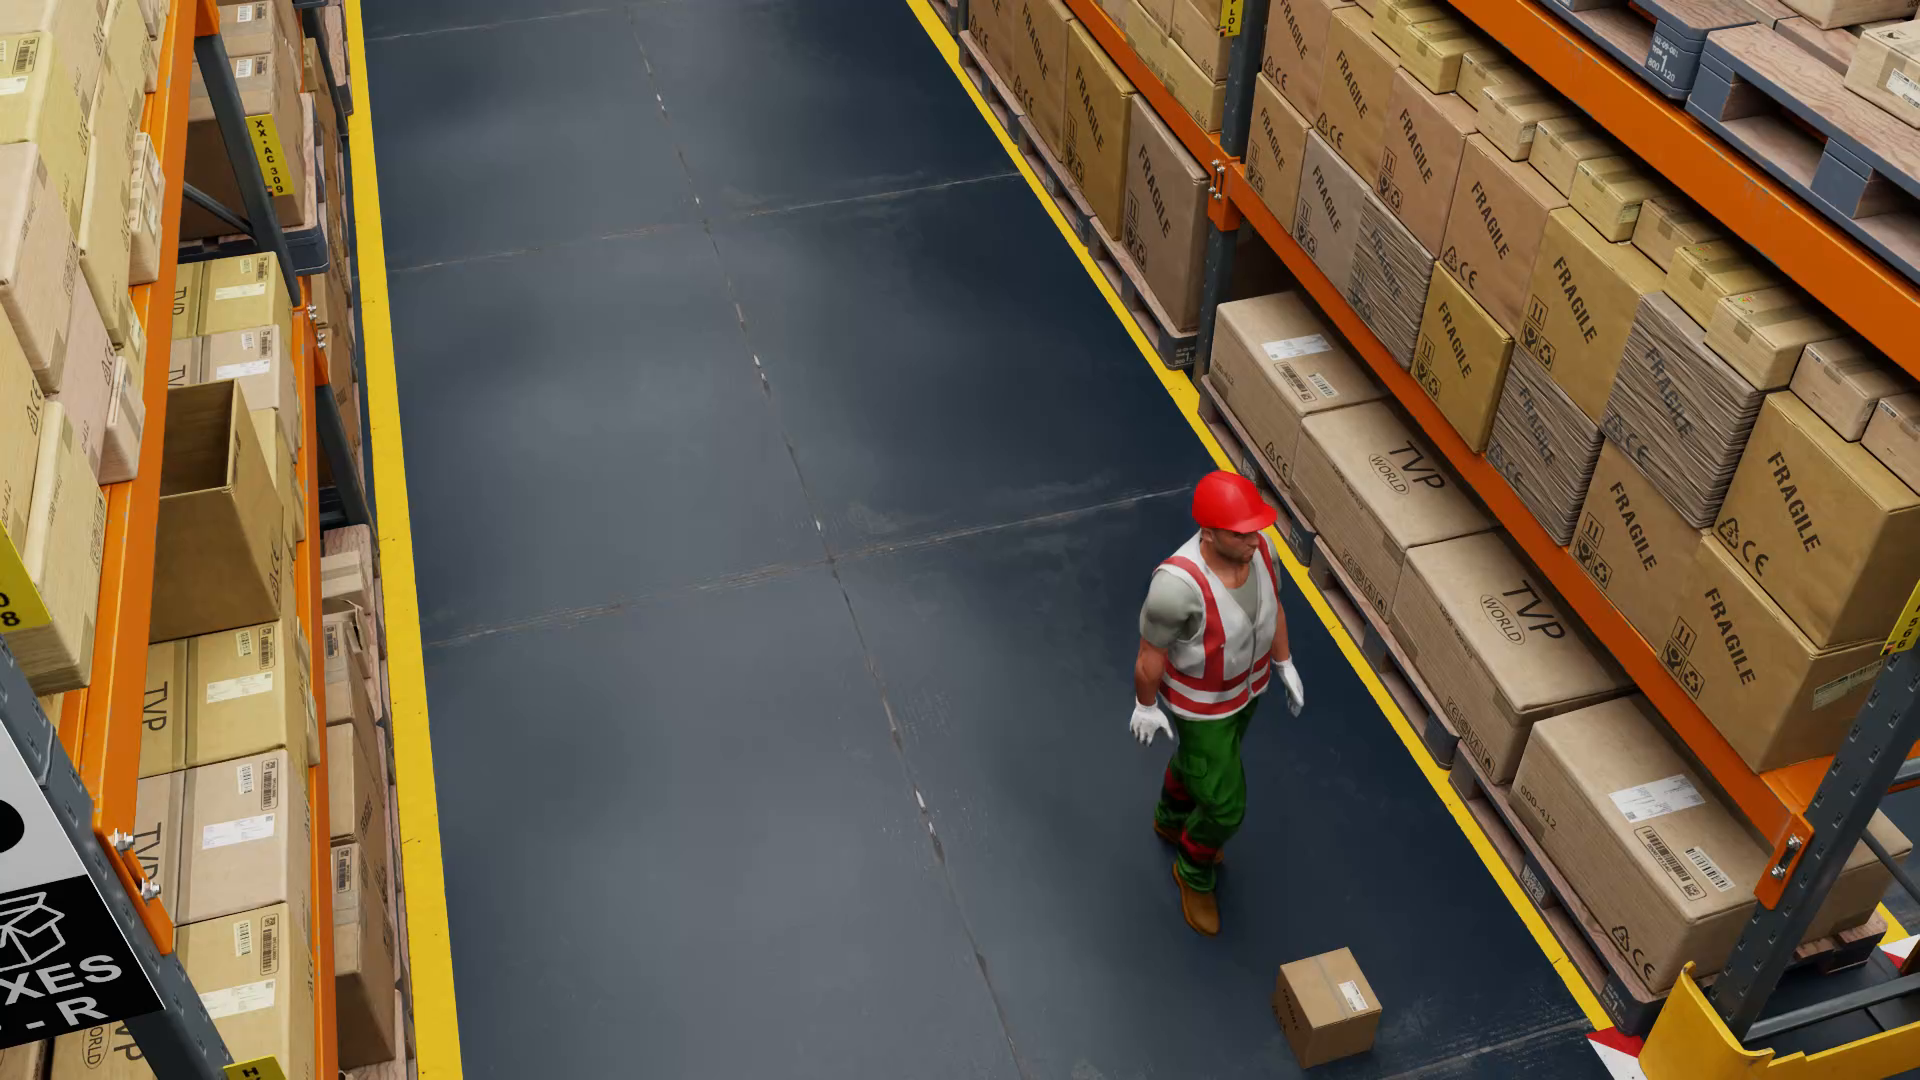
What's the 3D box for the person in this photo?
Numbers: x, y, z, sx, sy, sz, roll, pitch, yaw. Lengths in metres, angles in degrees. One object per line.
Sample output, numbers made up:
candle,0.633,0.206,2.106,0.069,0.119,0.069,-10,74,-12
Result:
person,0.878,0.537,5.540,0.472,1.835,0.547,33,52,32
